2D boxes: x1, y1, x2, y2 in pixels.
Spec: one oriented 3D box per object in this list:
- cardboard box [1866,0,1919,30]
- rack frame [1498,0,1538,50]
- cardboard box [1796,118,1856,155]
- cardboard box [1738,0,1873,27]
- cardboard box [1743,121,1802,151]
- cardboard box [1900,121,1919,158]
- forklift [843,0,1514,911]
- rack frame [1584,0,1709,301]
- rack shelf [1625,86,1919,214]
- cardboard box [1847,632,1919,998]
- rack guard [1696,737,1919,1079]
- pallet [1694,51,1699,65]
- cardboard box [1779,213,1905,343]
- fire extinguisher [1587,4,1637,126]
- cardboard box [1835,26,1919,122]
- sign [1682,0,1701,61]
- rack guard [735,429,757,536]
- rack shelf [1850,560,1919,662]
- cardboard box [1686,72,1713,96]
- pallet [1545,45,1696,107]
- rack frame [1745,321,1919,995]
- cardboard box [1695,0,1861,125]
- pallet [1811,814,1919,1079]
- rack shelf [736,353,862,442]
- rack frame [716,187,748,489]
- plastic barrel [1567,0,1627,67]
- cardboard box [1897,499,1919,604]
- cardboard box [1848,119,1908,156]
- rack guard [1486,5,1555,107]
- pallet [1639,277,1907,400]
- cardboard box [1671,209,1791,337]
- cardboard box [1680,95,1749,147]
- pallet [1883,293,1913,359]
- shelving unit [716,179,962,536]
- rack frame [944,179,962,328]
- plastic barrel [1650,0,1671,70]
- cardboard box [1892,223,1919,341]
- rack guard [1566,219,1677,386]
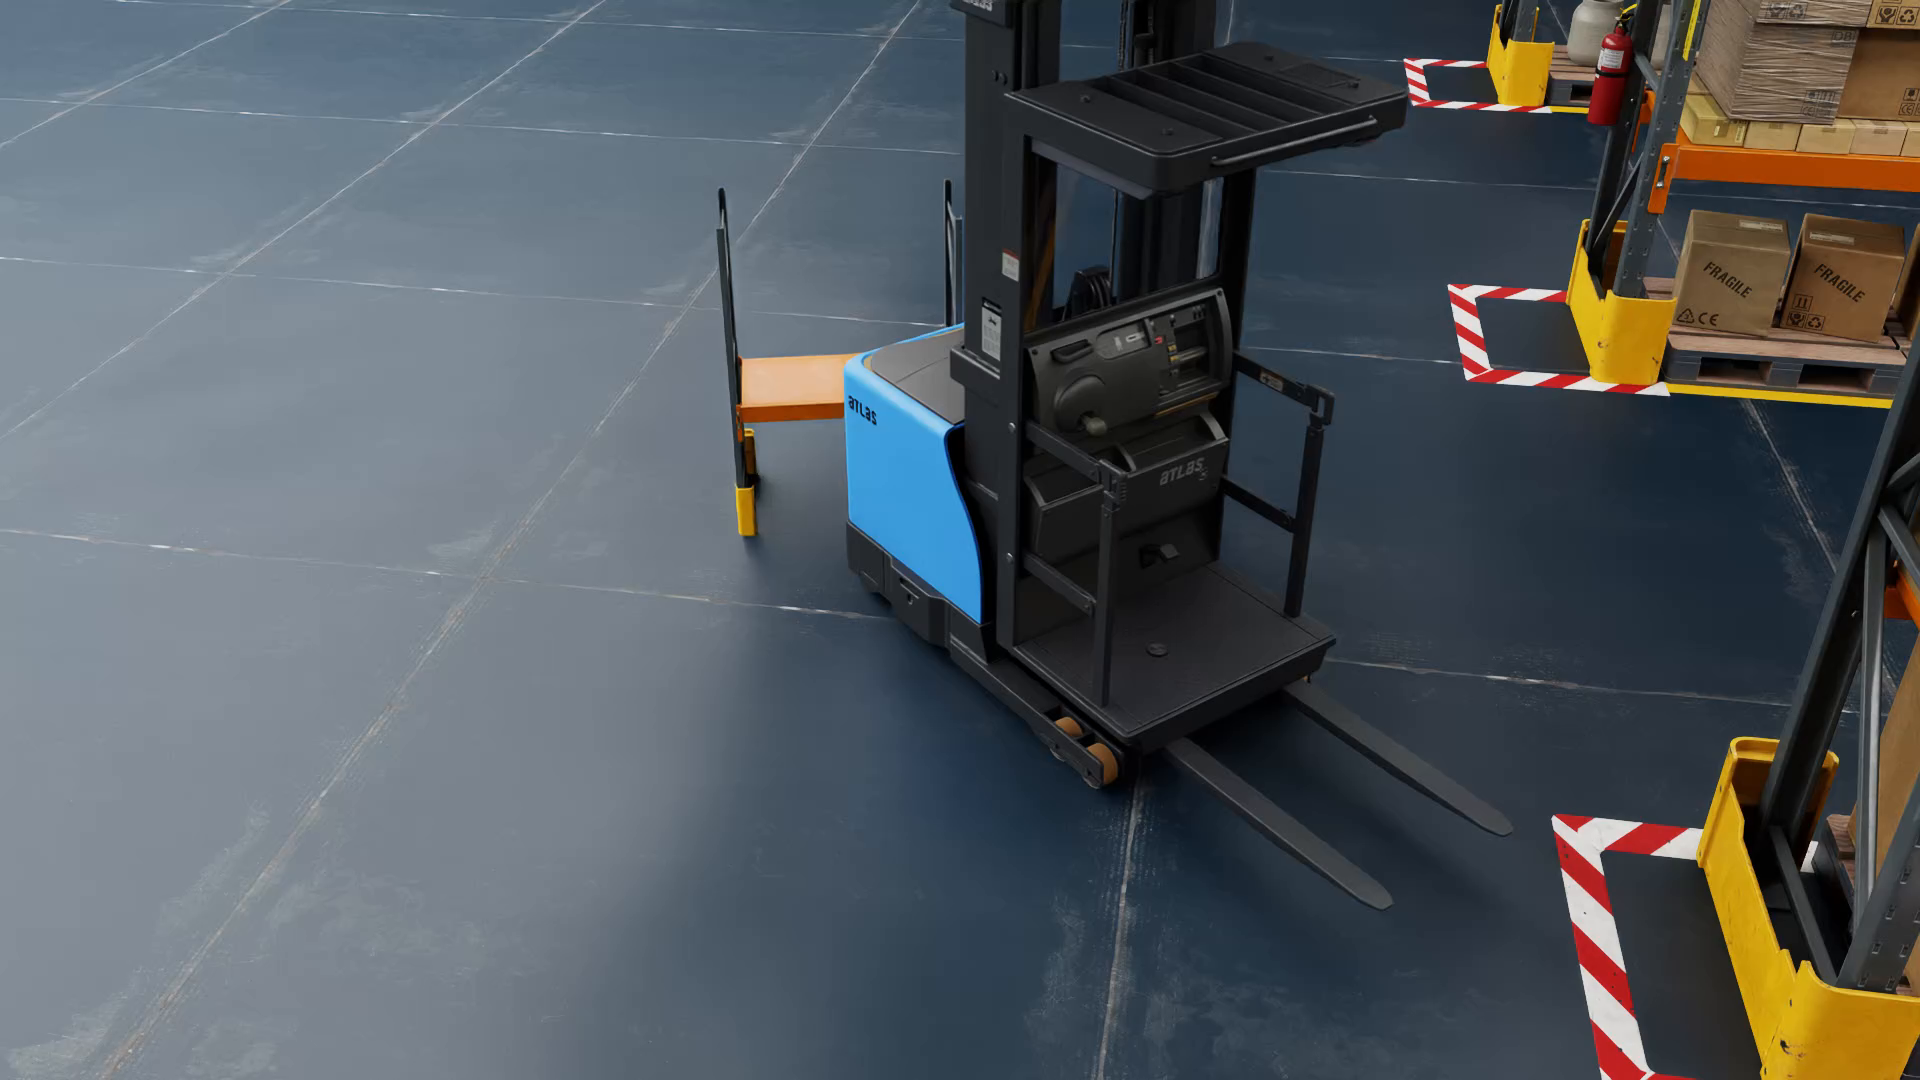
[{"bbox_3d":[4.660,-2.789,8.062,0.500,0.500,0.500,5,32,8],"label":"cardboard box"},{"bbox_3d":[4.505,-5.027,12.955,0.127,3.000,1.000,5,32,8],"label":"rack frame"},{"bbox_3d":[4.400,-2.118,8.543,0.250,0.149,0.380,5,32,8],"label":"cardboard box"},{"bbox_3d":[4.168,-2.838,8.139,0.500,0.500,0.500,5,32,8],"label":"cardboard box"},{"bbox_3d":[4.156,-2.148,8.591,0.250,0.149,0.380,5,32,8],"label":"cardboard box"},{"bbox_3d":[4.895,-2.080,8.483,0.250,0.149,0.380,5,32,8],"label":"cardboard box"},{"bbox_3d":[0.761,-0.604,5.953,1.130,2.935,3.031,-21,38,-30],"label":"forklift"},{"bbox_3d":[3.672,-2.437,8.816,0.127,3.000,1.000,5,32,8],"label":"rack frame"},{"bbox_3d":[5.644,-1.953,8.722,4.000,0.370,1.077,5,32,8],"label":"rack shelf"},{"bbox_3d":[3.418,0.897,5.097,0.875,0.875,0.875,5,32,8],"label":"cardboard box"},{"bbox_3d":[2.714,1.206,5.353,0.348,0.500,1.175,5,32,8],"label":"rack guard"},{"bbox_3d":[6.587,-3.678,13.427,1.213,0.211,1.003,5,32,8],"label":"pallet"},{"bbox_3d":[4.880,-1.455,9.208,0.500,0.500,0.500,14,35,21],"label":"cardboard box"},{"bbox_3d":[3.637,-2.655,9.238,0.183,0.674,0.296,5,32,8],"label":"fire extinguisher"},{"bbox_3d":[4.723,-2.560,8.638,0.500,0.500,0.875,5,32,8],"label":"cardboard box"},{"bbox_3d":[3.581,-2.520,8.133,0.005,0.325,0.100,5,32,8],"label":"sign"},{"bbox_3d":[-1.023,-0.283,7.967,0.087,0.250,0.587,-3,32,-5],"label":"rack guard"},{"bbox_3d":[4.710,0.632,4.592,4.000,0.370,1.077,5,32,8],"label":"rack shelf"},{"bbox_3d":[3.988,-2.413,9.015,0.250,0.149,0.380,5,32,8],"label":"cardboard box"},{"bbox_3d":[5.388,-3.788,13.603,1.213,0.211,1.003,5,32,8],"label":"pallet"},{"bbox_3d":[2.738,0.148,4.686,0.127,3.000,1.000,5,32,8],"label":"rack frame"},{"bbox_3d":[4.210,-2.542,8.609,0.500,0.500,0.875,5,32,8],"label":"cardboard box"},{"bbox_3d":[3.539,1.361,5.377,1.213,0.211,1.003,5,32,8],"label":"pallet"},{"bbox_3d":[-0.537,-0.687,7.774,1.000,0.185,0.538,-3,32,-5],"label":"rack shelf"},{"bbox_3d":[-1.042,-0.812,7.633,0.032,1.500,0.500,-3,32,-5],"label":"rack frame"},{"bbox_3d":[5.167,-4.132,13.473,0.421,0.512,0.421,0,32,0],"label":"plastic barrel"},{"bbox_3d":[3.111,0.094,4.631,0.550,0.550,0.875,5,32,8],"label":"cardboard box"},{"bbox_3d":[4.650,-2.106,8.525,0.250,0.149,0.380,5,32,8],"label":"cardboard box"},{"bbox_3d":[4.588,-3.986,13.646,0.348,0.500,1.175,5,32,8],"label":"rack guard"},{"bbox_3d":[4.542,-1.157,9.400,1.213,0.211,1.003,5,32,8],"label":"pallet"},{"bbox_3d":[4.285,-1.491,9.265,0.500,0.500,0.500,11,34,17],"label":"cardboard box"},{"bbox_3d":[3.913,-2.180,8.643,0.250,0.149,0.380,5,32,8],"label":"cardboard box"},{"bbox_3d":[5.741,-1.047,9.224,1.213,0.211,1.003,5,32,8],"label":"pallet"},{"bbox_3d":[-0.528,-0.840,7.679,1.083,1.500,0.587,-3,32,-5],"label":"shelving unit"},{"bbox_3d":[-0.031,-0.868,7.723,0.032,1.500,0.500,-3,32,-5],"label":"rack frame"},{"bbox_3d":[5.661,-4.087,13.402,0.421,0.512,0.421,0,32,0],"label":"plastic barrel"},{"bbox_3d":[5.494,-1.390,9.103,0.500,0.500,0.500,8,33,13],"label":"cardboard box"},{"bbox_3d":[3.747,-1.371,9.469,0.348,0.500,1.175,5,32,8],"label":"rack guard"}]
